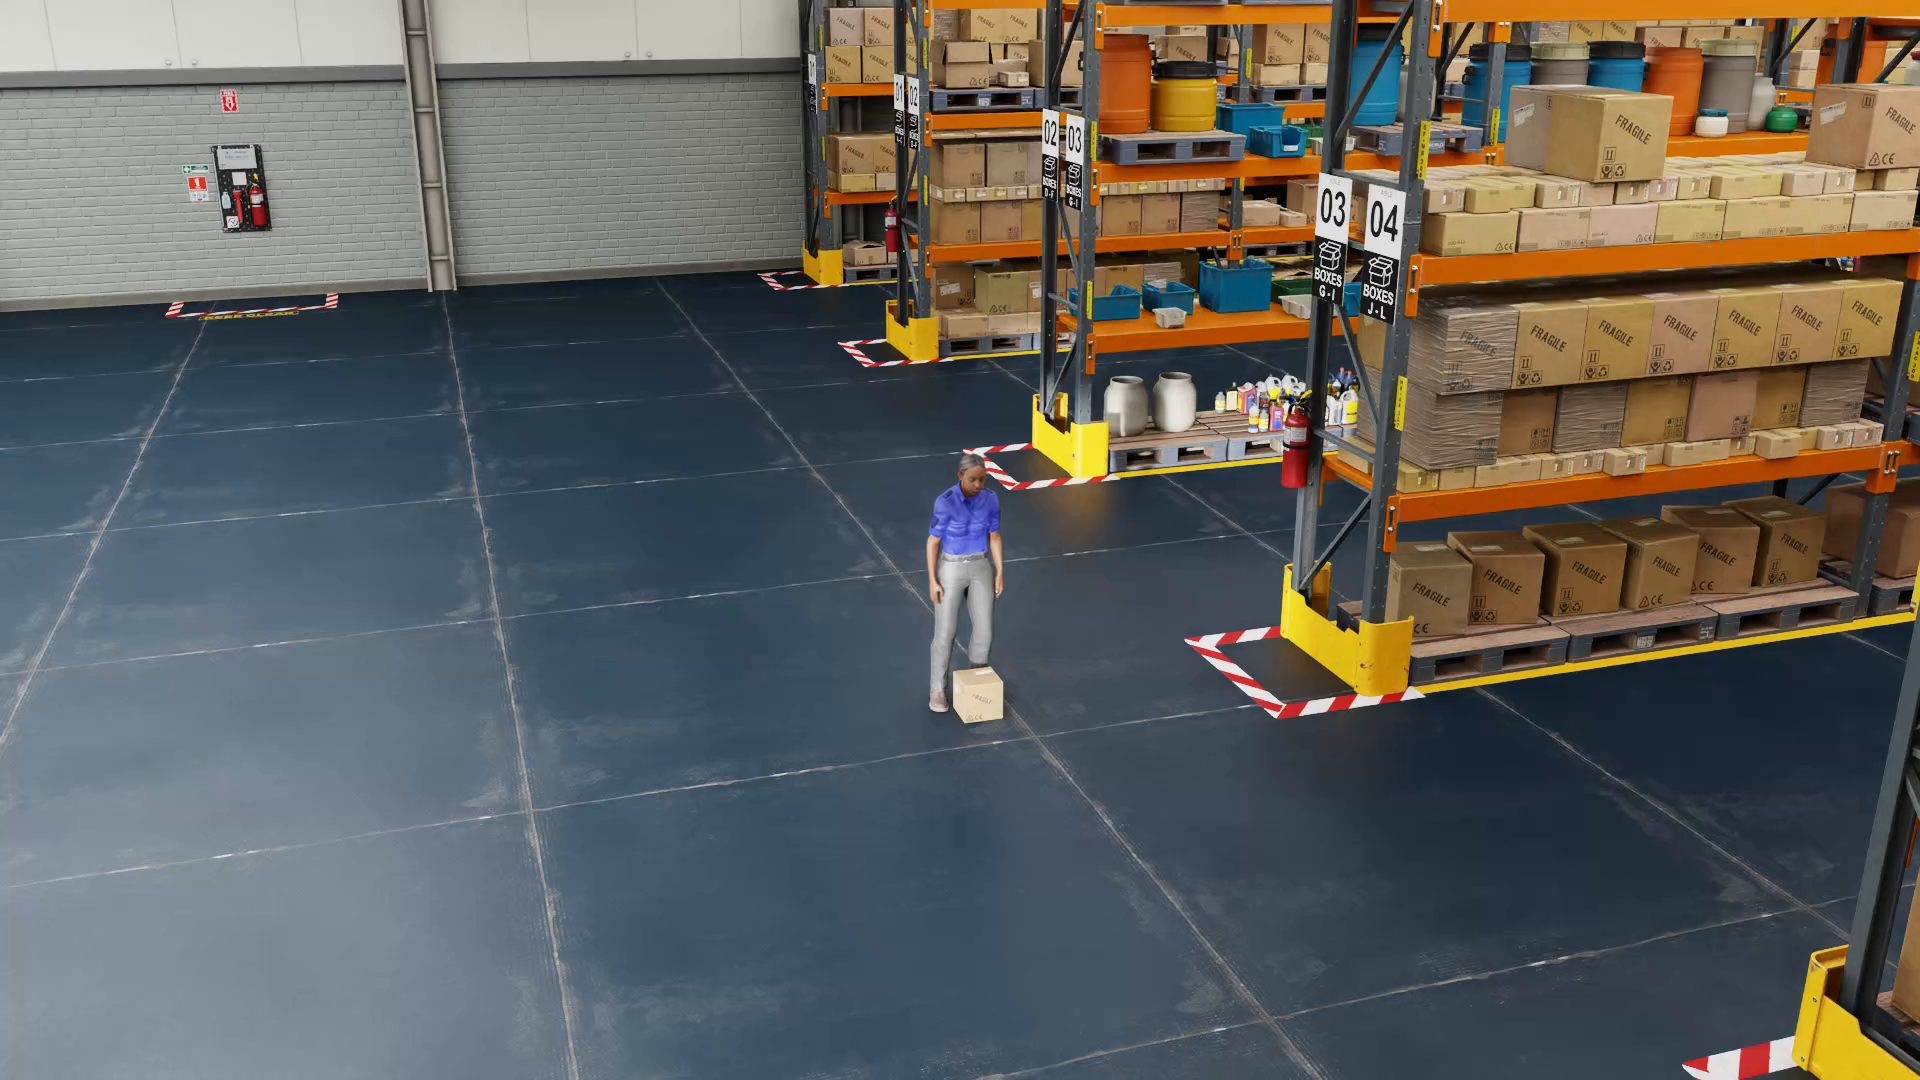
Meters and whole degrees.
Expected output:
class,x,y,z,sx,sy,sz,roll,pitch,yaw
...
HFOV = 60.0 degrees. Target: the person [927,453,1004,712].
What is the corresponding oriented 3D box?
class,x,y,z,sx,sy,sz,roll,pitch,yaw
person,0.030,0.238,10.397,0.518,1.654,0.353,-7,20,-18
